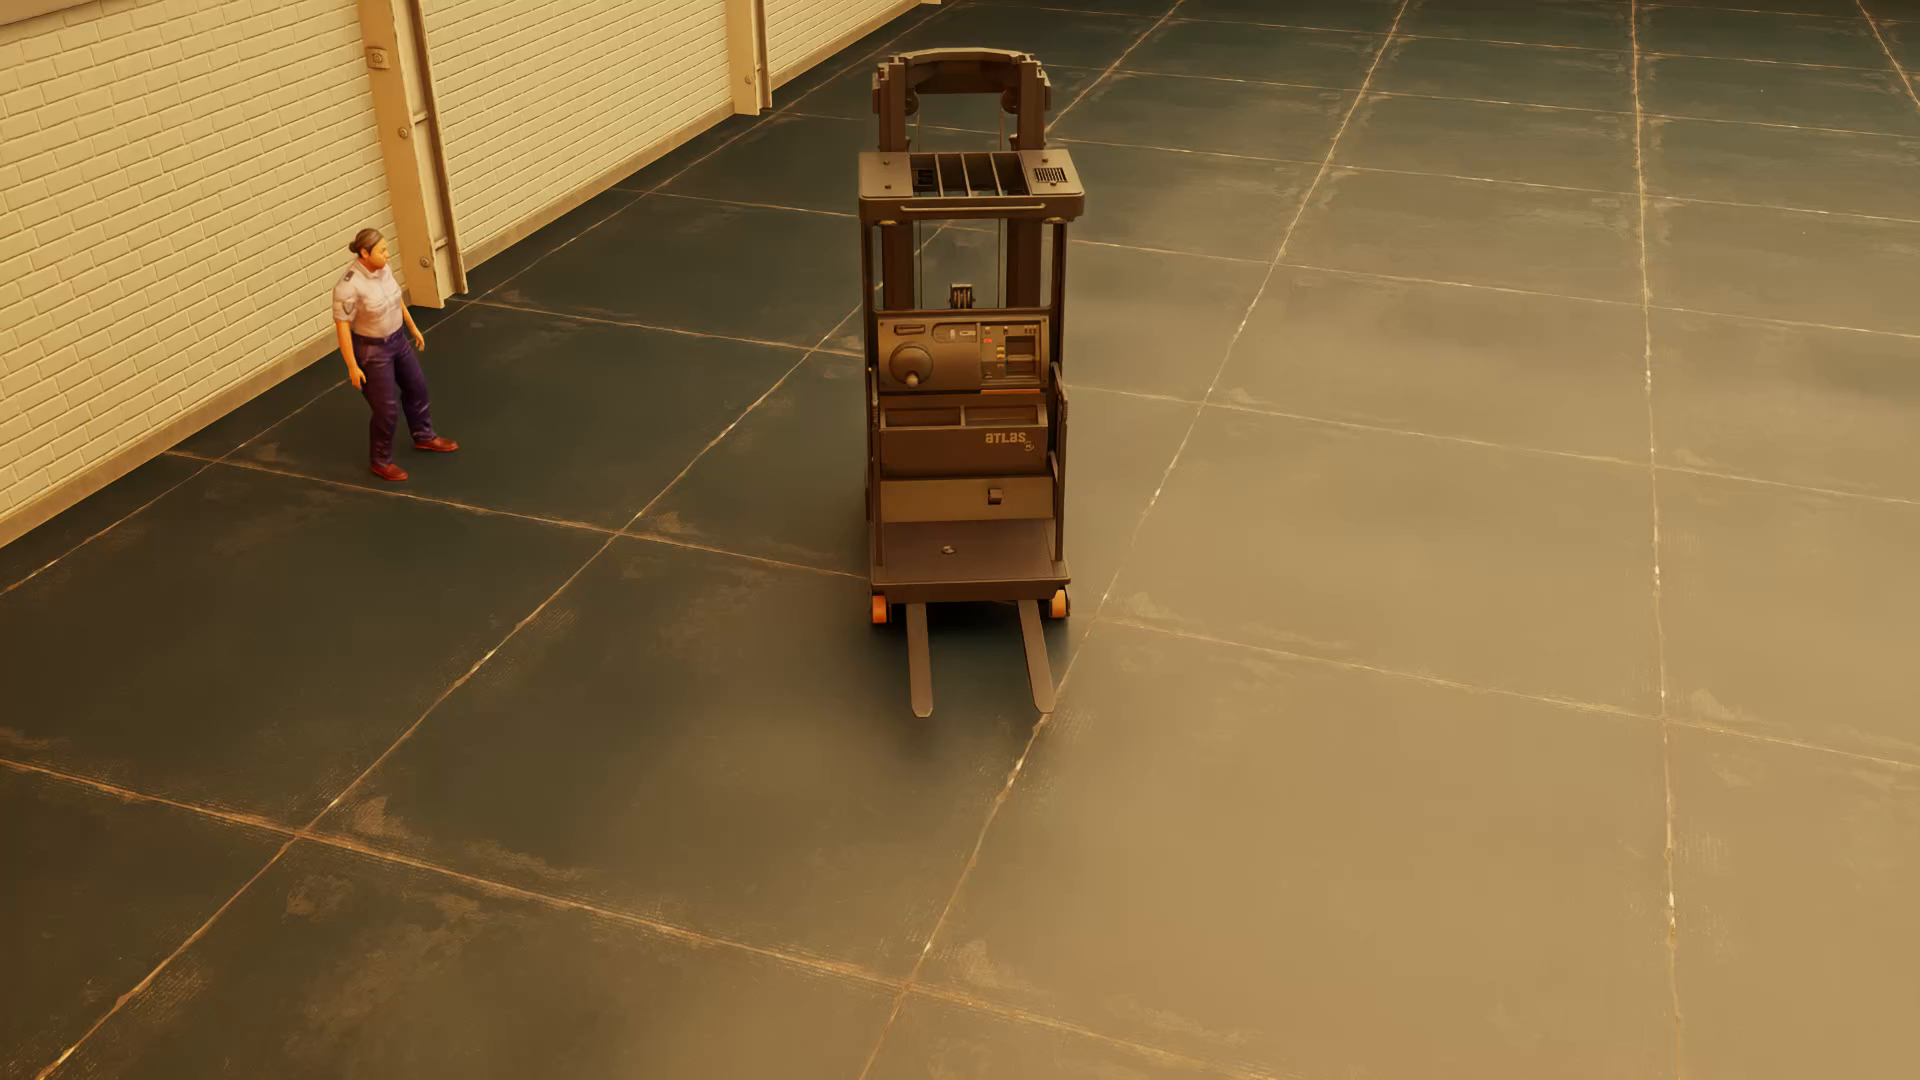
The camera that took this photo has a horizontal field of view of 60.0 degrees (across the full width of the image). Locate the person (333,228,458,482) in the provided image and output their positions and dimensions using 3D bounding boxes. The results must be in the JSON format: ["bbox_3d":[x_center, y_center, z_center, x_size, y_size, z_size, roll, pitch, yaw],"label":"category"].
[{"bbox_3d":[-3.644,-1.204,10.561,0.403,1.637,0.685,9,31,15],"label":"person"}]

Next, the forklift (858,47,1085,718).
[{"bbox_3d":[0.035,-0.972,8.842,1.130,2.935,3.031,-2,30,-3],"label":"forklift"}]
